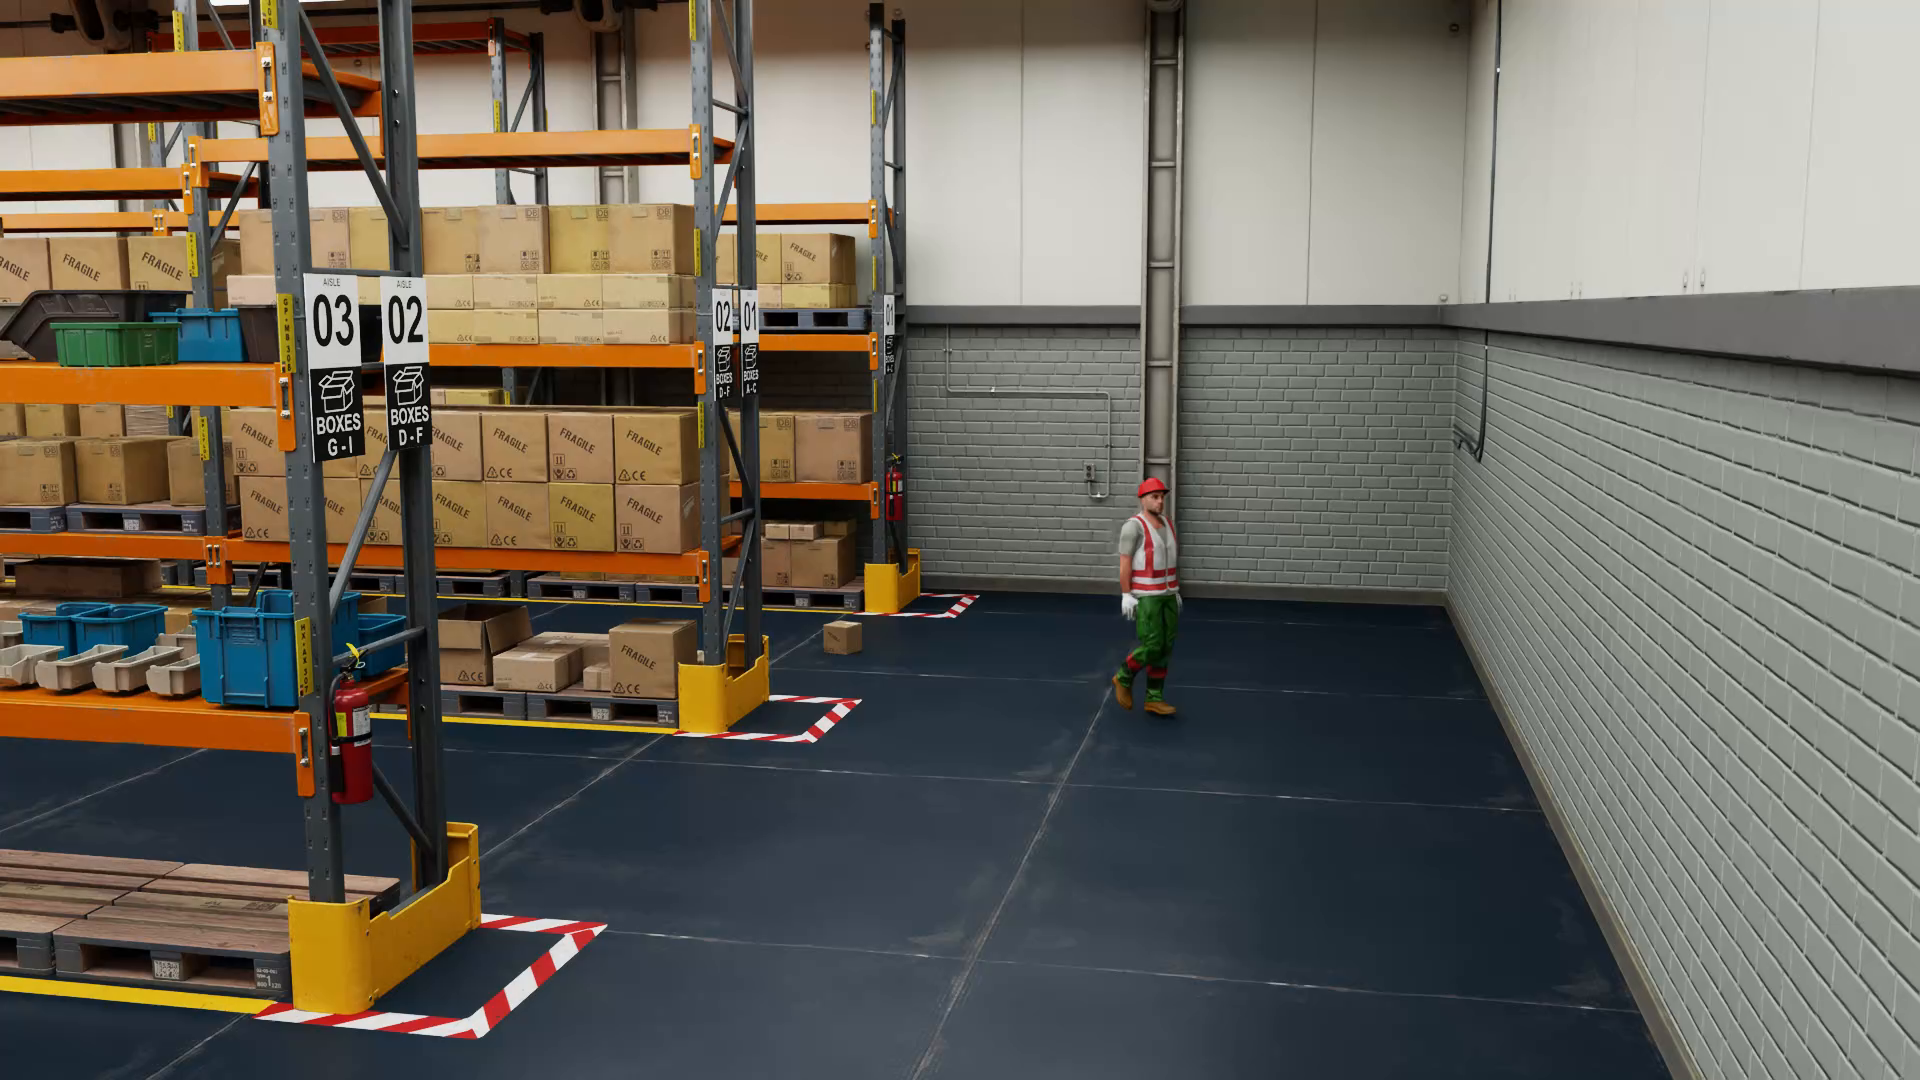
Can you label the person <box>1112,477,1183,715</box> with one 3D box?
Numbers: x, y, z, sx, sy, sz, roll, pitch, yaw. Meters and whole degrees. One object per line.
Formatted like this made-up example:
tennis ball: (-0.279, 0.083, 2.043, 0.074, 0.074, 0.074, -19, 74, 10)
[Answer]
person: (1.432, 0.418, 12.508, 0.533, 1.782, 0.498, -7, 10, -40)
